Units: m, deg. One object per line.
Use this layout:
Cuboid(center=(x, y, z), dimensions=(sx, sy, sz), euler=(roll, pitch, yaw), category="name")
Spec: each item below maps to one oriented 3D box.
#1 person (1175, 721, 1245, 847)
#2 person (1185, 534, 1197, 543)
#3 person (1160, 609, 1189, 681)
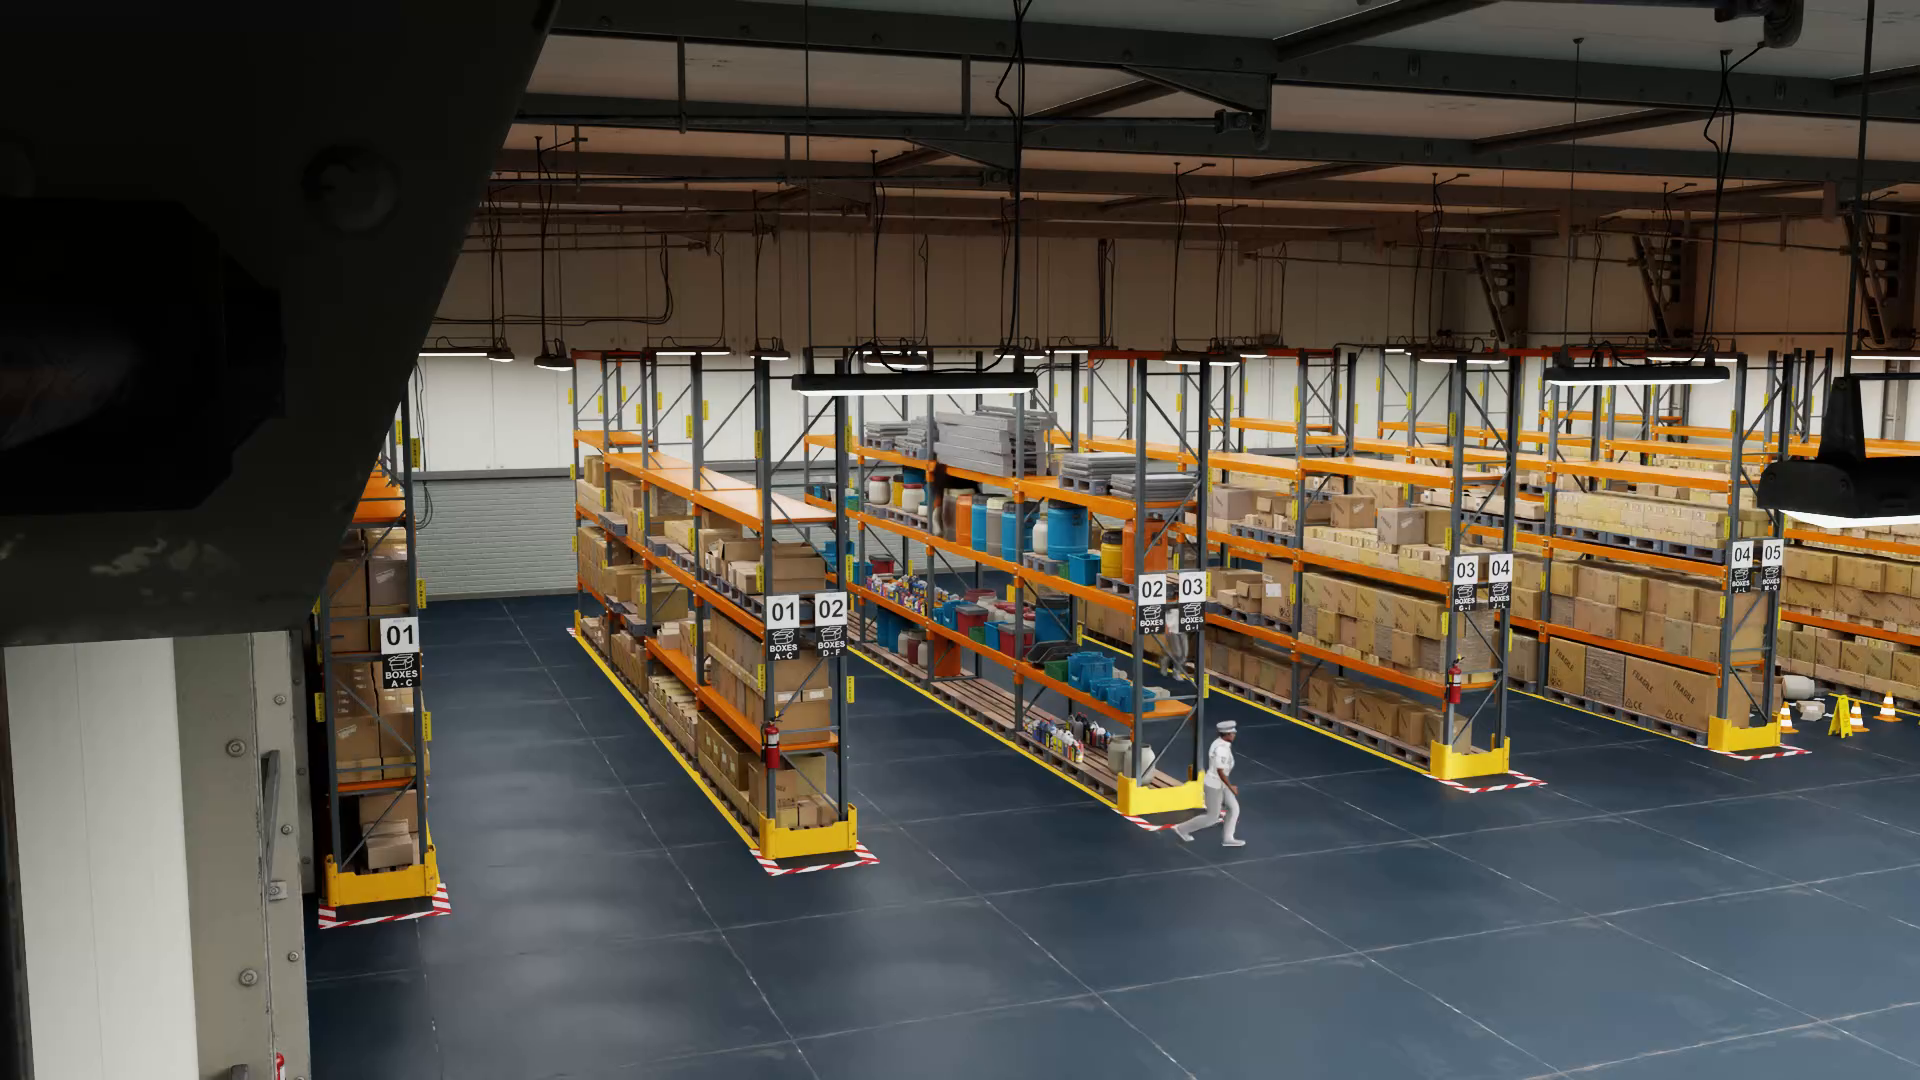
Cuboid(center=(3.089, 3.007, 20.479), dimensions=(0.839, 1.596, 0.482), euler=(2, 7, 17), category="person")
Cuboid(center=(5.929, 0.166, 42.483), dimensions=(0.676, 1.846, 0.865), euler=(3, 8, 24), category="person")
Cuboid(center=(3.769, 1.586, 29.106), dimensions=(0.667, 1.733, 0.553), euler=(-5, 8, -33), category="person")
